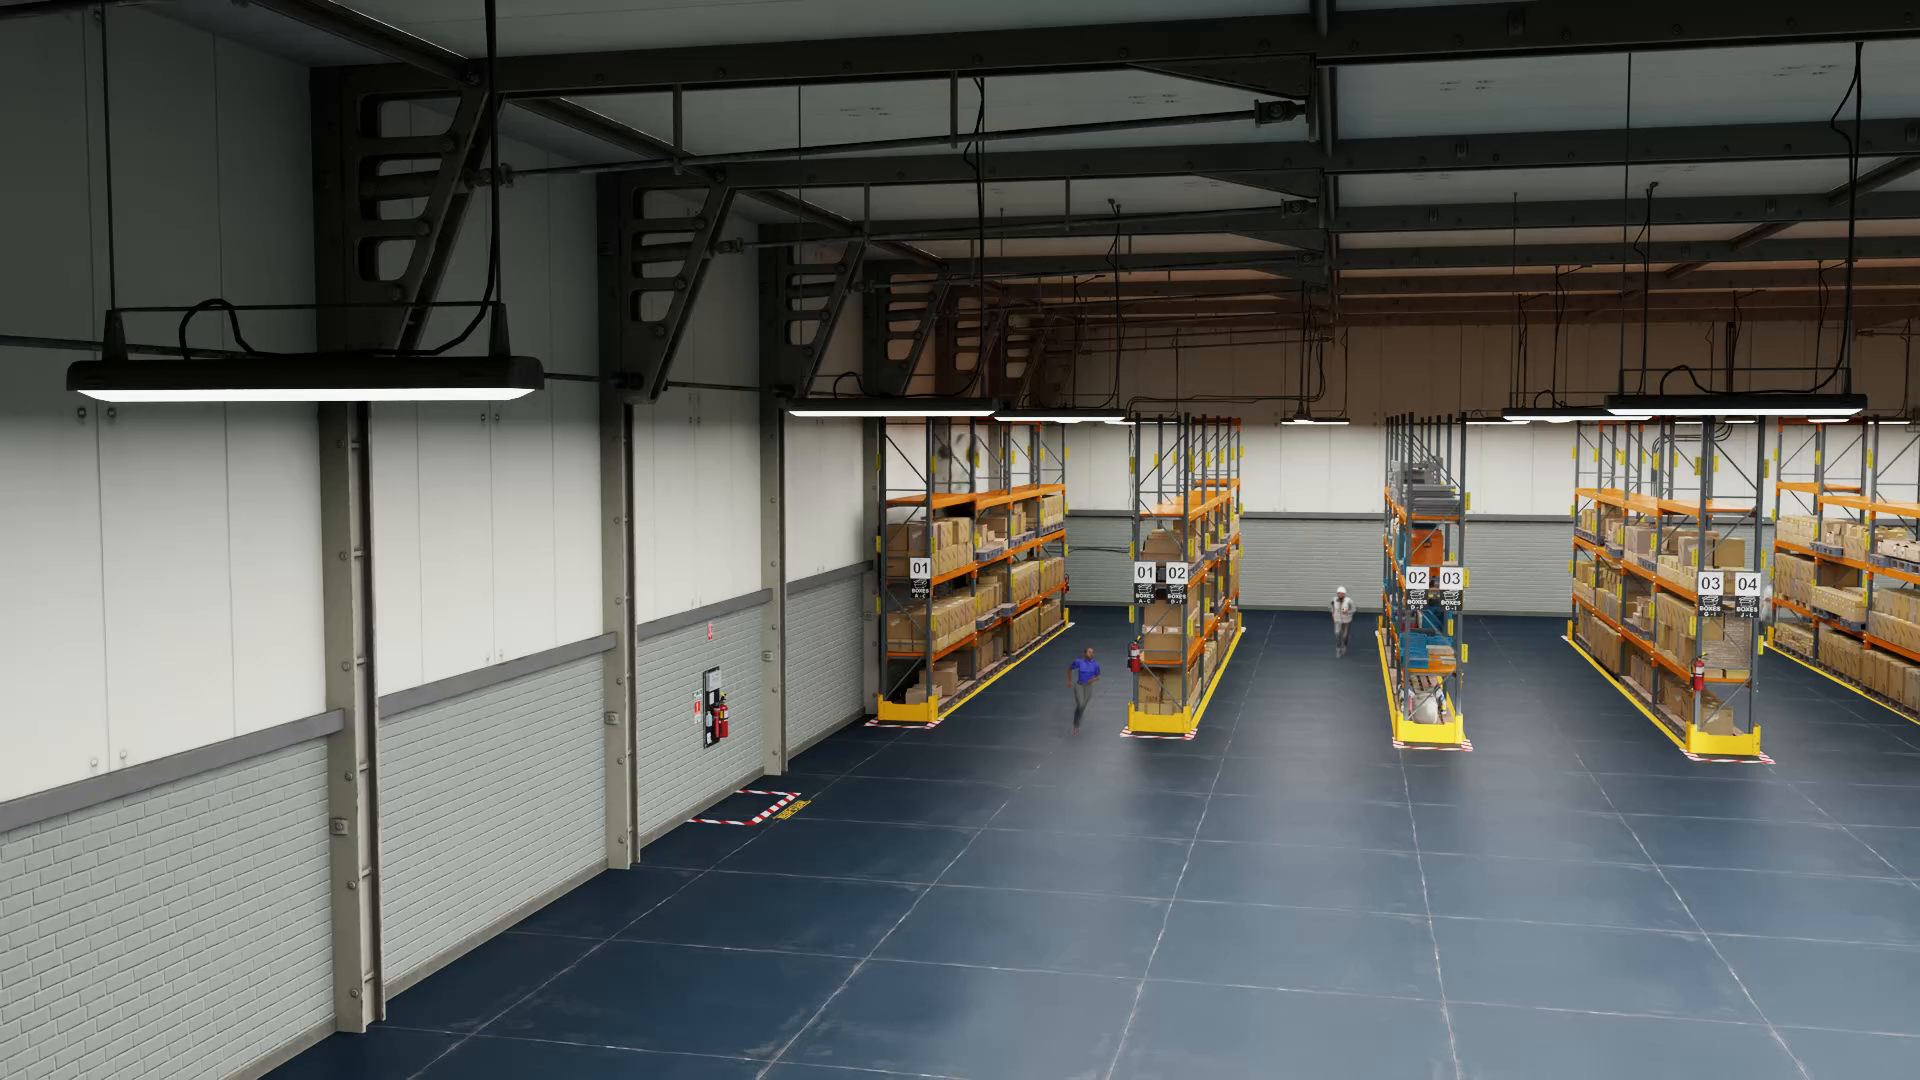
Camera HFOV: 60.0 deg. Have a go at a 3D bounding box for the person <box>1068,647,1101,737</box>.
[{"bbox_3d":[2.327,2.809,31.119,0.590,1.646,0.700,-1,4,-11],"label":"person"}]

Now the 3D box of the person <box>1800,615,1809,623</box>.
[{"bbox_3d":[22.808,1.860,44.614,0.752,1.696,0.504,-2,4,-26],"label":"person"}]

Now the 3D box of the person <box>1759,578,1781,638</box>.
[{"bbox_3d":[21.921,1.798,44.970,0.645,1.744,0.645,-2,4,-29],"label":"person"}]

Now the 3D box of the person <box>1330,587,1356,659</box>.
[{"bbox_3d":[9.570,2.048,41.561,0.659,1.787,1.024,1,4,18],"label":"person"}]
